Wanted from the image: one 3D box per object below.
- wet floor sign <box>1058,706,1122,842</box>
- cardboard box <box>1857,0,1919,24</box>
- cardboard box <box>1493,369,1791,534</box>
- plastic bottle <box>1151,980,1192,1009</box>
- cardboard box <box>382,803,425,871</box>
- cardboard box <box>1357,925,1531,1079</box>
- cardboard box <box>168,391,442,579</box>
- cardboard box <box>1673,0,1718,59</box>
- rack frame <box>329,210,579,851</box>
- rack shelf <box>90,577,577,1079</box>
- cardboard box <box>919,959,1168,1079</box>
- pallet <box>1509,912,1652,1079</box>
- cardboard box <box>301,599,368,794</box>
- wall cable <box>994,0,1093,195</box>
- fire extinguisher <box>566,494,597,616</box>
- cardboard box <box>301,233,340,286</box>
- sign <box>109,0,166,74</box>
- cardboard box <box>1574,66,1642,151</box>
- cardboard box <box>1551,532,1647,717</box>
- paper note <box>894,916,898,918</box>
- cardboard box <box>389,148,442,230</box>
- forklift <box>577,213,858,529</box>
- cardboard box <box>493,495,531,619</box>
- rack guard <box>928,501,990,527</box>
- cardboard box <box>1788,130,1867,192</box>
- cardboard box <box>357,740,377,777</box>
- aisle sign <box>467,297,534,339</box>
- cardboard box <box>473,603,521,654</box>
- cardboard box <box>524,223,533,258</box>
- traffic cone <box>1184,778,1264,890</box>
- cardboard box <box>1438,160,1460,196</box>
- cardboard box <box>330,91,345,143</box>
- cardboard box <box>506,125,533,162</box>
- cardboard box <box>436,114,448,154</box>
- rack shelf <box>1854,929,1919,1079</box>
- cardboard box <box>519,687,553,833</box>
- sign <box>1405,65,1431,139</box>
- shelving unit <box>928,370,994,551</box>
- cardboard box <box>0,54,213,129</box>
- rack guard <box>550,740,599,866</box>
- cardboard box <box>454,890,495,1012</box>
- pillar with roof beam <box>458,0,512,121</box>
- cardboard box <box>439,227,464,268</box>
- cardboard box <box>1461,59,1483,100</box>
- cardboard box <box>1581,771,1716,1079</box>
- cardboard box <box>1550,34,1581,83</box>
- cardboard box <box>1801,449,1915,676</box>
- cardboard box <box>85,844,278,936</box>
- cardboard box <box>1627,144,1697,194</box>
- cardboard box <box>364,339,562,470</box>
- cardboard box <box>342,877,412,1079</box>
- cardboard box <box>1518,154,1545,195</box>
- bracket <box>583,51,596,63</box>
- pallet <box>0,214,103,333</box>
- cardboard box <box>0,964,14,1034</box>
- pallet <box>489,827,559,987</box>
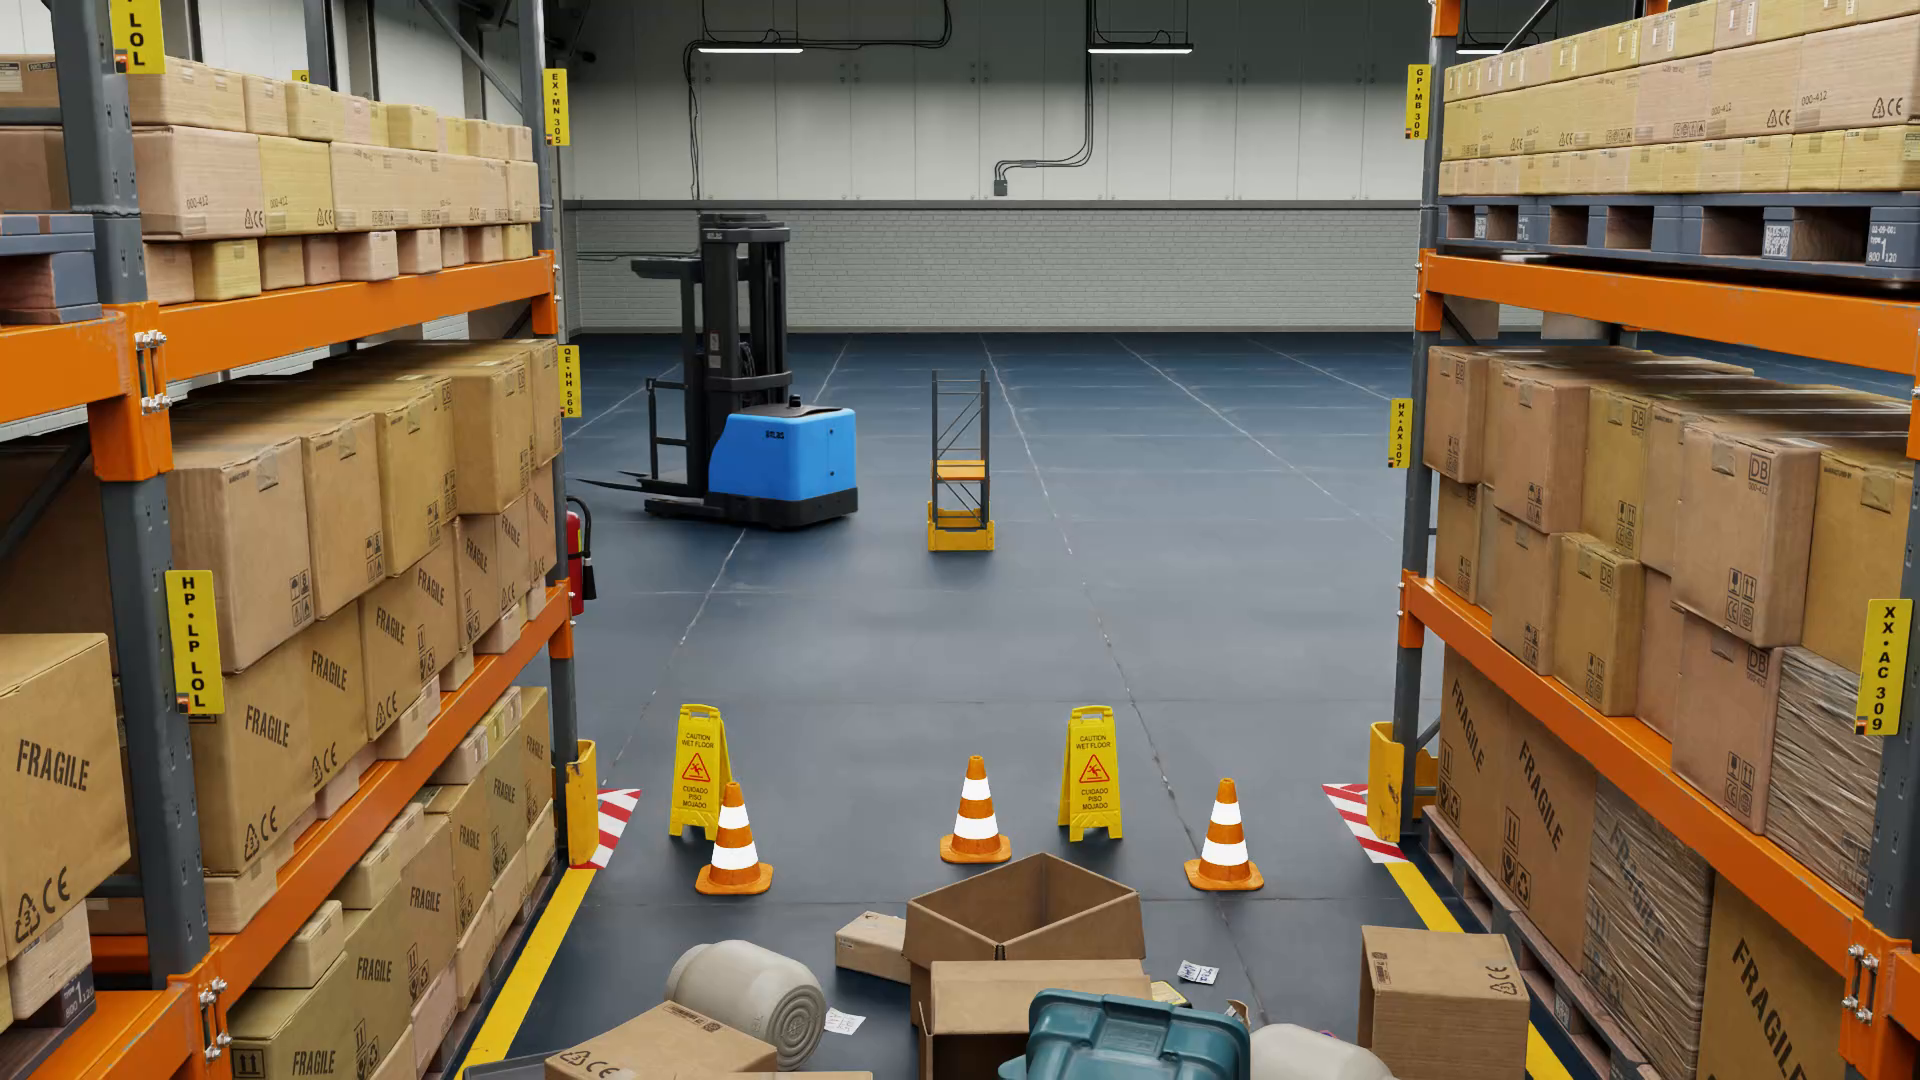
[{"bbox_3d":[0.639,1.118,8.116,0.267,0.644,0.232,-2,12,-11],"label":"wet floor sign"},{"bbox_3d":[2.376,-1.307,3.922,0.380,0.149,0.250,0,11,-2],"label":"cardboard box"},{"bbox_3d":[2.568,-0.346,6.318,0.875,0.550,0.550,0,11,-1],"label":"cardboard box"},{"bbox_3d":[0.796,1.774,6.351,0.133,0.061,0.283,-4,12,-21],"label":"plastic bottle"},{"bbox_3d":[-1.951,0.955,5.342,0.380,0.149,0.250,0,11,2],"label":"cardboard box"},{"bbox_3d":[1.644,1.676,5.723,0.500,0.500,0.500,2,12,9],"label":"cardboard box"},{"bbox_3d":[-2.009,-0.177,5.065,0.700,0.500,0.500,0,11,-2],"label":"cardboard box"},{"bbox_3d":[2.354,-1.508,4.915,0.380,0.149,0.250,0,11,-1],"label":"cardboard box"},{"bbox_3d":[-2.328,0.002,7.694,1.000,3.000,0.127,0,11,-1],"label":"rack frame"},{"bbox_3d":[-2.286,0.752,5.806,1.077,0.370,4.000,0,11,-1],"label":"rack shelf"},{"bbox_3d":[0.268,1.684,5.343,0.797,0.637,0.503,0,11,-1],"label":"cardboard box"},{"bbox_3d":[2.736,1.729,6.196,1.003,0.211,1.213,0,11,-1],"label":"pallet"},{"bbox_3d":[-2.009,0.414,4.664,0.500,0.500,0.500,0,11,-1],"label":"cardboard box"},{"bbox_3d":[1.956,-11.032,38.440,2.305,6.003,0.169,0,11,-1],"label":"wall cable"},{"bbox_3d":[-1.869,0.016,7.823,0.296,0.674,0.183,0,11,-1],"label":"fire extinguisher"},{"bbox_3d":[-2.031,-0.817,4.818,0.380,0.149,0.250,-1,11,-3],"label":"cardboard box"},{"bbox_3d":[-1.690,-1.122,3.401,0.100,0.325,0.005,0,11,-1],"label":"sign"},{"bbox_3d":[2.405,-1.437,5.567,0.500,0.250,0.500,0,11,-1],"label":"cardboard box"},{"bbox_3d":[2.644,0.288,5.908,0.875,0.550,0.500,0,11,-1],"label":"cardboard box"},{"bbox_3d":[-0.318,1.637,7.103,0.148,0.019,0.142,-4,12,-21],"label":"paper note"},{"bbox_3d":[-2.010,-1.136,5.389,0.500,0.250,0.500,0,11,-1],"label":"cardboard box"},{"bbox_3d":[-2.515,-1.736,16.433,3.031,2.935,1.130,7,14,32],"label":"forklift"},{"bbox_3d":[-2.035,0.014,6.638,0.500,0.500,0.500,0,11,-1],"label":"cardboard box"},{"bbox_3d":[-0.012,-0.237,15.788,0.587,0.250,0.087,0,11,-1],"label":"rack guard"},{"bbox_3d":[2.369,-0.966,4.246,0.380,0.149,0.250,0,11,0],"label":"cardboard box"},{"bbox_3d":[-2.031,0.652,5.125,0.380,0.149,0.250,0,11,-1],"label":"cardboard box"},{"bbox_3d":[-2.039,-1.285,7.502,0.394,0.787,0.004,0,11,-1],"label":"aisle sign"},{"bbox_3d":[-1.970,0.351,6.608,0.380,0.149,0.250,0,11,0],"label":"cardboard box"},{"bbox_3d":[-2.041,-1.275,7.077,0.380,0.149,0.250,0,11,-1],"label":"cardboard box"},{"bbox_3d":[1.211,1.317,7.597,0.336,0.463,0.334,0,11,-1],"label":"traffic cone"},{"bbox_3d":[2.306,-1.570,7.226,0.380,0.149,0.250,0,11,-1],"label":"cardboard box"},{"bbox_3d":[-1.990,-1.210,4.751,0.380,0.149,0.250,-1,11,-3],"label":"cardboard box"},{"bbox_3d":[-2.025,-1.669,7.016,0.380,0.149,0.250,0,11,-1],"label":"cardboard box"},{"bbox_3d":[-2.083,-1.468,6.024,0.380,0.149,0.250,0,11,-1],"label":"cardboard box"},{"bbox_3d":[2.743,1.507,2.086,1.077,0.370,4.000,0,11,-1],"label":"rack shelf"},{"bbox_3d":[-2.050,0.935,7.072,0.500,0.500,0.500,0,11,-1],"label":"cardboard box"},{"bbox_3d":[2.064,-1.974,7.495,0.100,0.325,0.005,0,11,-1],"label":"sign"},{"bbox_3d":[-0.002,-0.750,15.176,0.587,1.500,1.083,0,11,-1],"label":"shelving unit"},{"bbox_3d":[-1.925,-1.004,3.738,0.380,0.149,0.250,0,11,-2],"label":"cardboard box"},{"bbox_3d":[-2.326,1.242,7.868,1.175,0.500,0.348,0,11,-1],"label":"rack guard"},{"bbox_3d":[-2.023,1.511,6.119,0.500,0.250,0.500,-1,11,-3],"label":"cardboard box"},{"bbox_3d":[-4.369,-7.563,29.896,9.100,9.000,0.548,0,11,-1],"label":"pillar with roof beam"},{"bbox_3d":[-2.040,-1.073,6.080,0.380,0.149,0.250,0,11,-2],"label":"cardboard box"},{"bbox_3d":[2.312,-1.913,6.910,0.380,0.149,0.250,0,11,-1],"label":"cardboard box"},{"bbox_3d":[2.737,1.288,5.644,0.875,0.875,0.875,0,11,-1],"label":"cardboard box"},{"bbox_3d":[2.333,-1.710,5.910,0.380,0.149,0.250,0,11,-2],"label":"cardboard box"},{"bbox_3d":[2.729,0.081,4.214,0.875,0.550,0.550,0,11,-1],"label":"cardboard box"},{"bbox_3d":[-1.931,0.857,4.115,0.380,0.149,0.250,0,11,-1],"label":"cardboard box"},{"bbox_3d":[2.347,-1.169,5.248,0.380,0.149,0.250,0,11,-2],"label":"cardboard box"},{"bbox_3d":[-2.099,-0.582,7.059,0.700,0.500,0.500,-1,11,-3],"label":"cardboard box"},{"bbox_3d":[-2.010,1.347,5.040,0.500,0.500,0.500,0,11,1],"label":"cardboard box"},{"bbox_3d":[2.327,-1.370,6.237,0.380,0.149,0.250,0,11,-1],"label":"cardboard box"},{"bbox_3d":[-8.499,-11.057,38.066,0.235,0.232,0.430,0,11,-1],"label":"bracket"},{"bbox_3d":[-2.339,-0.457,2.888,1.213,0.211,1.003,0,11,-1],"label":"pallet"},{"bbox_3d":[-1.970,0.868,3.001,0.380,0.149,0.250,-1,11,-3],"label":"cardboard box"},{"bbox_3d":[-2.345,1.546,7.100,1.003,0.211,1.213,0,11,-1],"label":"pallet"}]
